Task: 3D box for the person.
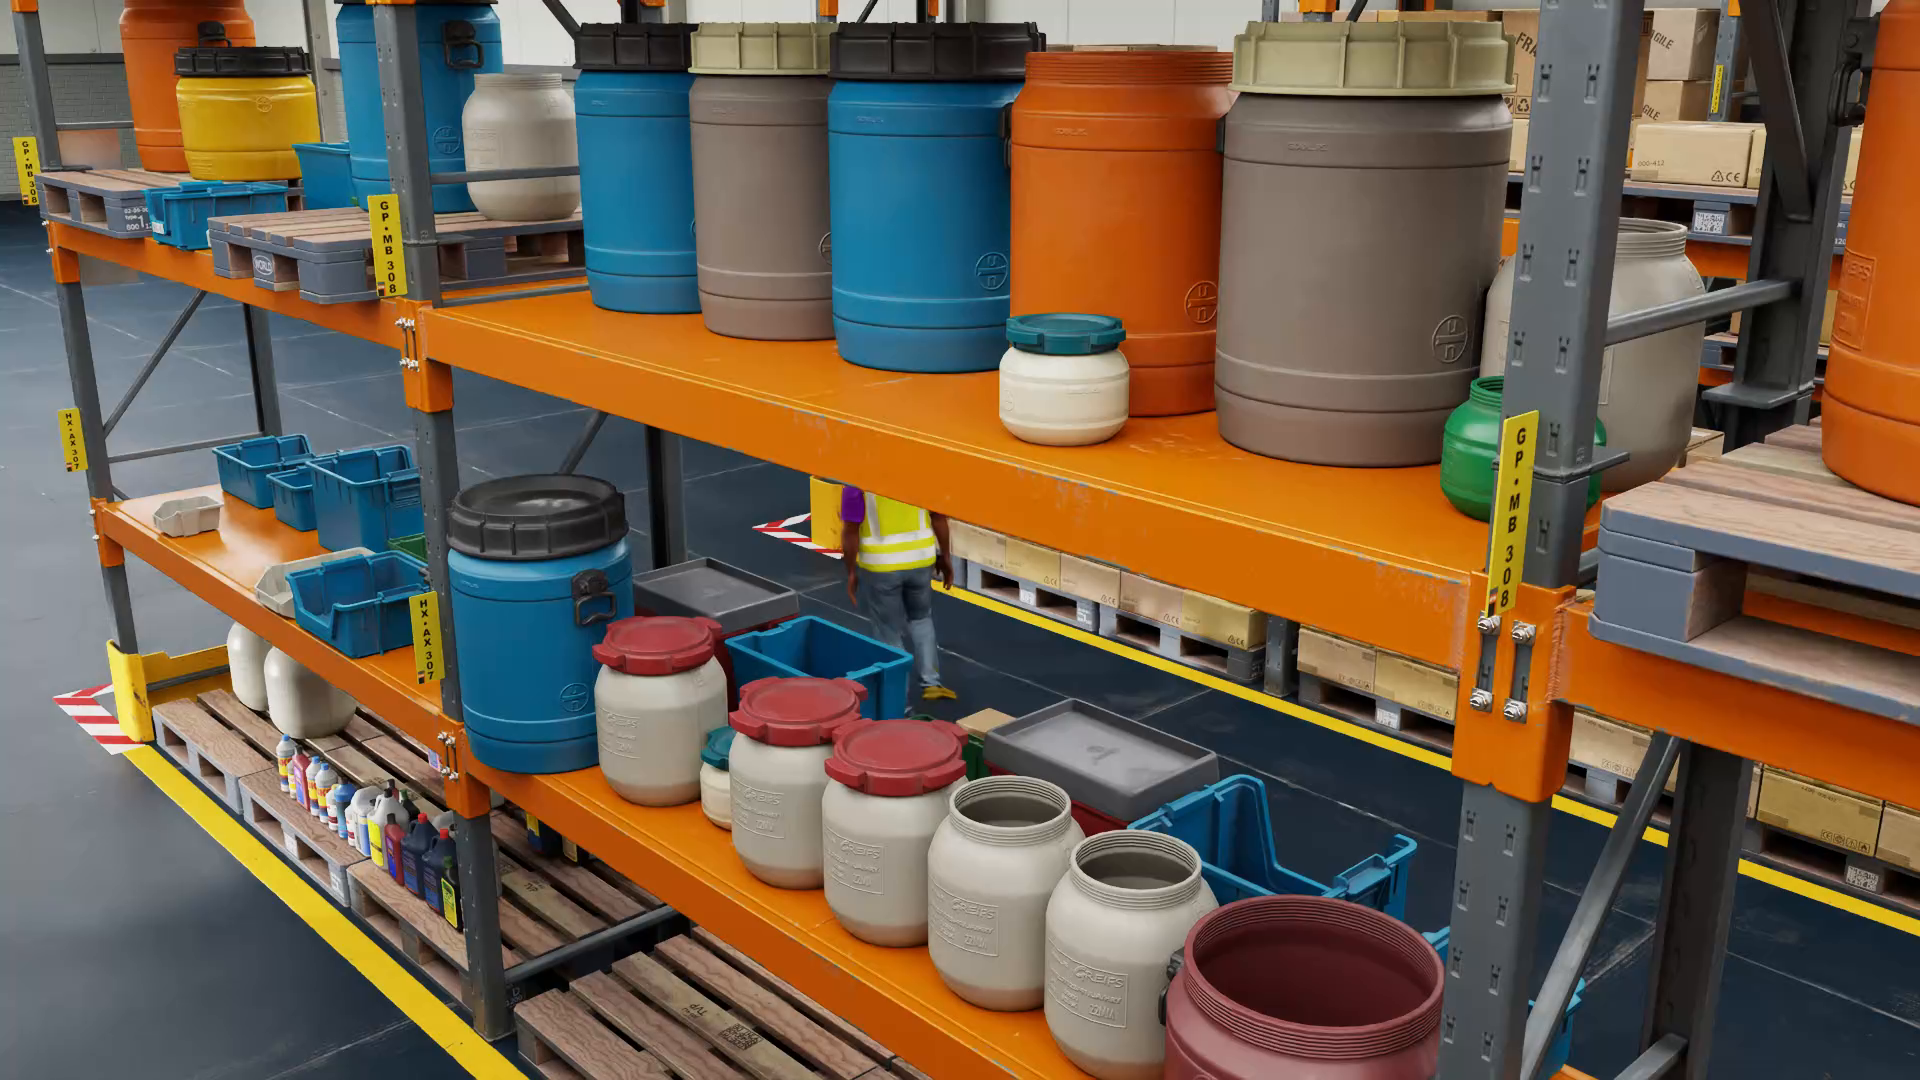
[{"bbox_3d":[-0.339,0.146,9.009,0.614,1.756,0.547,-7,18,-20],"label":"person"}]
